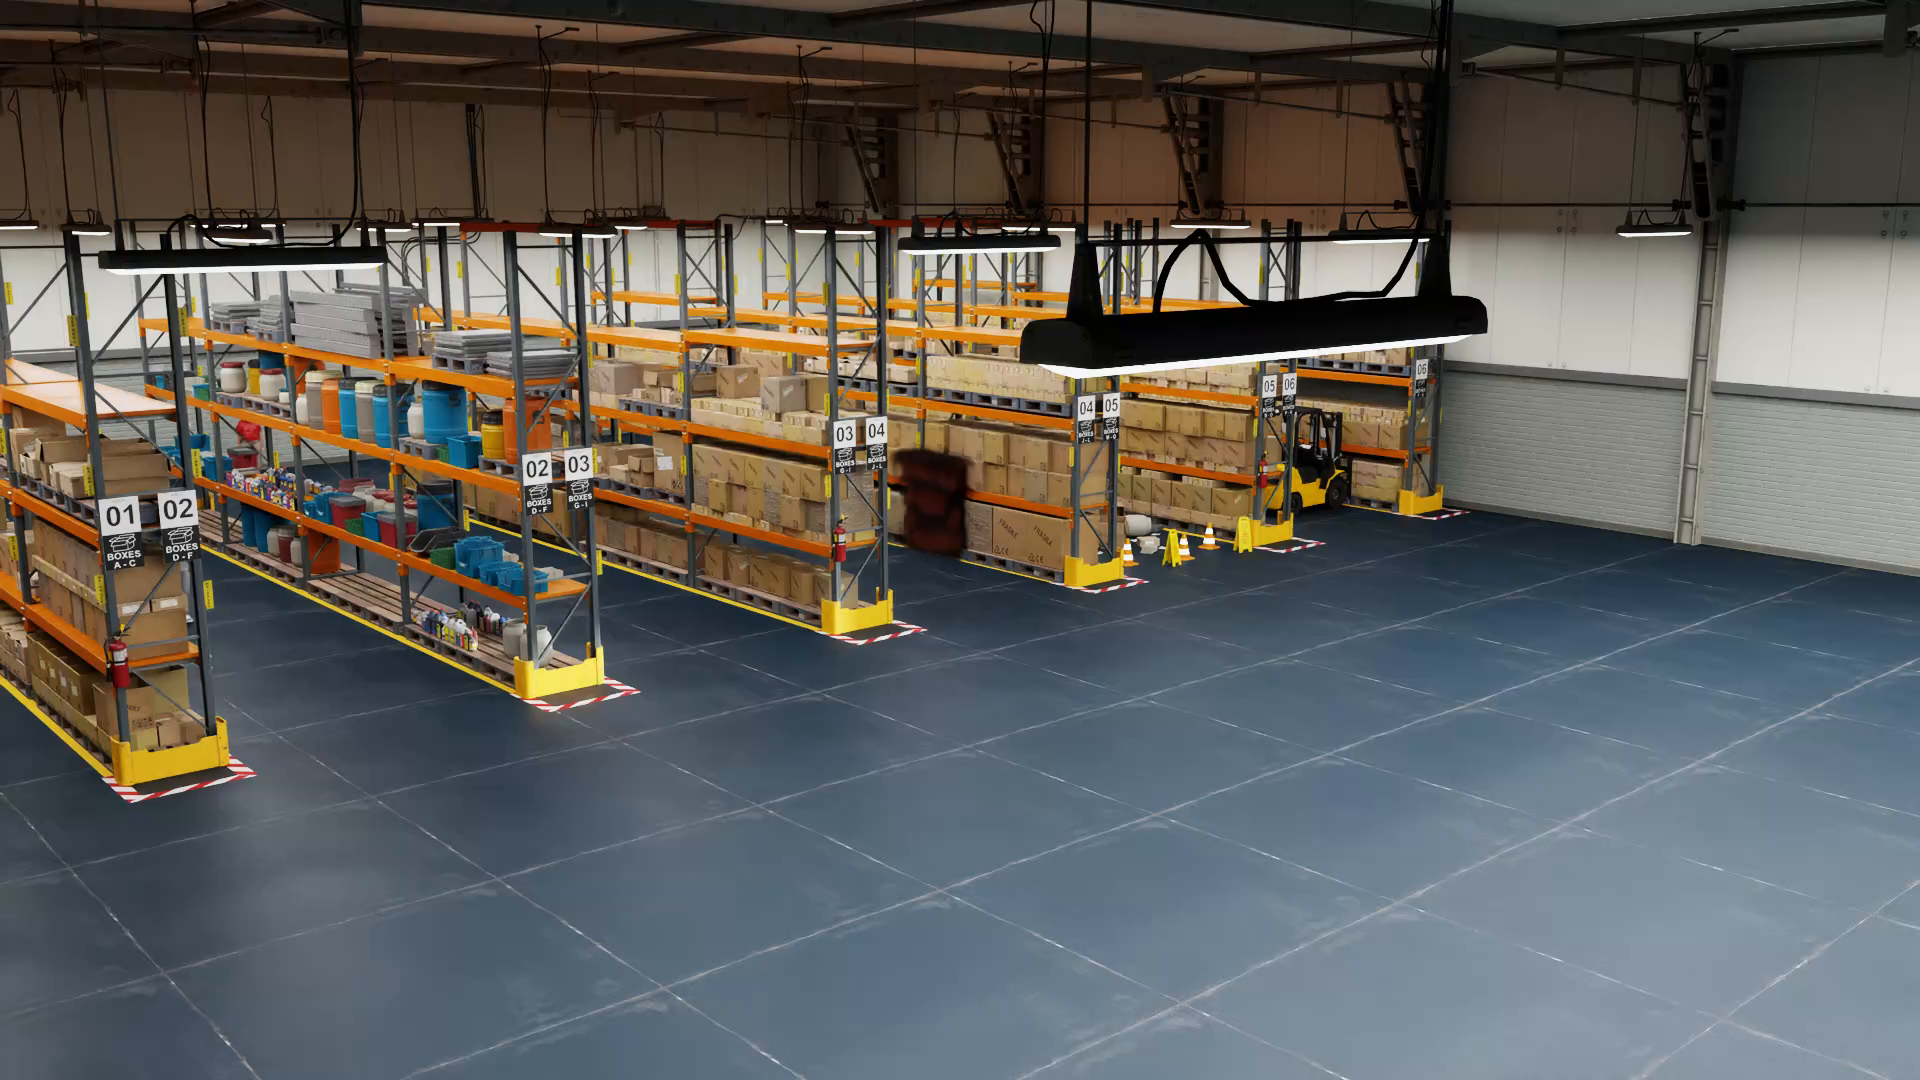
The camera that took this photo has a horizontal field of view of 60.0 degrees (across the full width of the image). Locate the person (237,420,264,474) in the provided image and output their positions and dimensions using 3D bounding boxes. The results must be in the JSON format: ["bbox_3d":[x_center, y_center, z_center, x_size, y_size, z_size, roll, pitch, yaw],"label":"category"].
[{"bbox_3d":[-16.259,-2.106,38.059,0.593,1.781,0.431,-5,12,-22],"label":"person"}]

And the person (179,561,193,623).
[{"bbox_3d":[-12.015,0.493,25.462,0.483,1.553,0.441,10,15,42],"label":"person"}]
